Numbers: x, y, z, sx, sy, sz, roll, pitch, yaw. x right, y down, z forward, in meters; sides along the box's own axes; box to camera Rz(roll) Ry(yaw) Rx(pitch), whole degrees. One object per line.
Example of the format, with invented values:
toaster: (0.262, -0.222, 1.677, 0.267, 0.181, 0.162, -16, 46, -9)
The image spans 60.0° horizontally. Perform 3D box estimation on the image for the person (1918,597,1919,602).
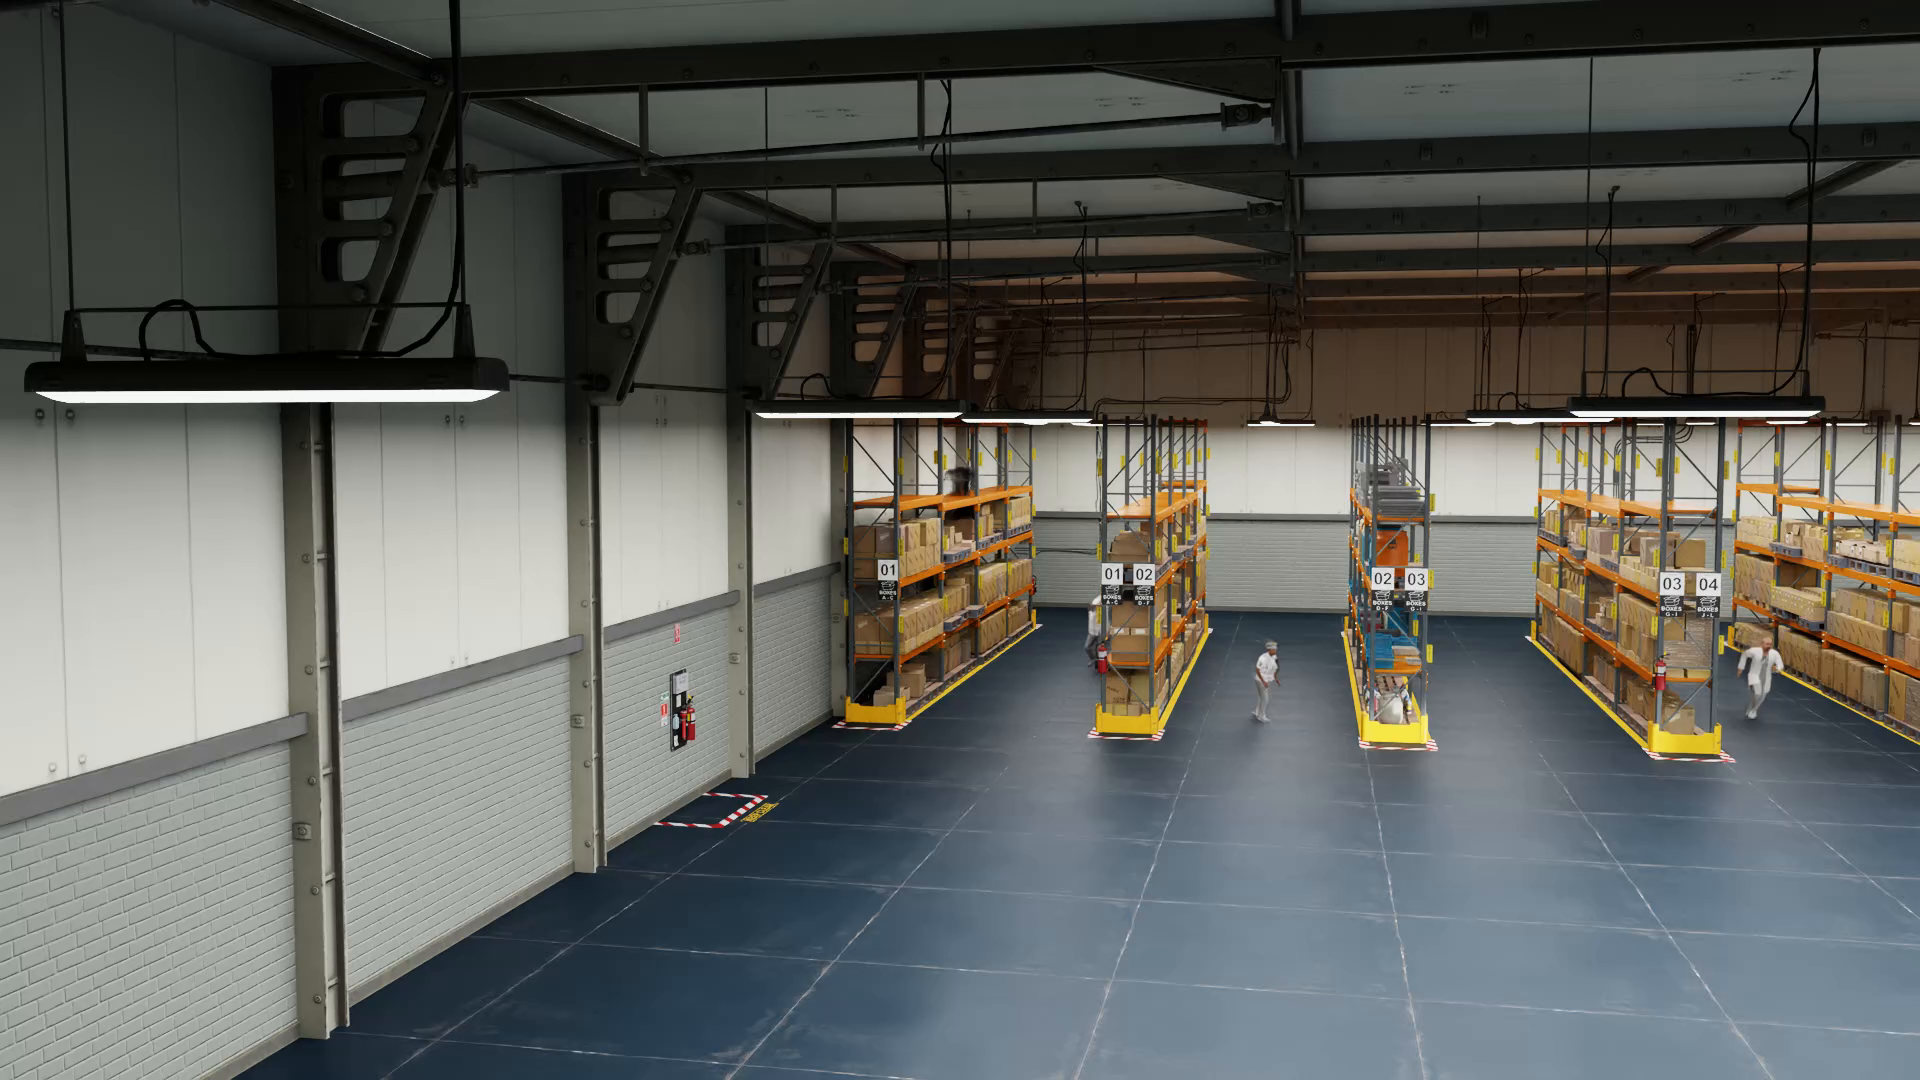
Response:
person: (25.741, 1.970, 44.389, 0.742, 1.596, 0.628, 2, 4, 25)

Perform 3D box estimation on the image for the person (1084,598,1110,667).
person: (3.282, 2.221, 39.491, 0.652, 1.718, 0.739, 2, 4, 29)

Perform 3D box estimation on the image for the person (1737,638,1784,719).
person: (15.697, 2.711, 32.577, 0.700, 1.648, 1.016, 0, 4, 3)

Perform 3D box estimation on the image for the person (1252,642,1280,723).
person: (5.945, 2.768, 32.559, 0.593, 1.622, 0.783, -3, 5, -37)
